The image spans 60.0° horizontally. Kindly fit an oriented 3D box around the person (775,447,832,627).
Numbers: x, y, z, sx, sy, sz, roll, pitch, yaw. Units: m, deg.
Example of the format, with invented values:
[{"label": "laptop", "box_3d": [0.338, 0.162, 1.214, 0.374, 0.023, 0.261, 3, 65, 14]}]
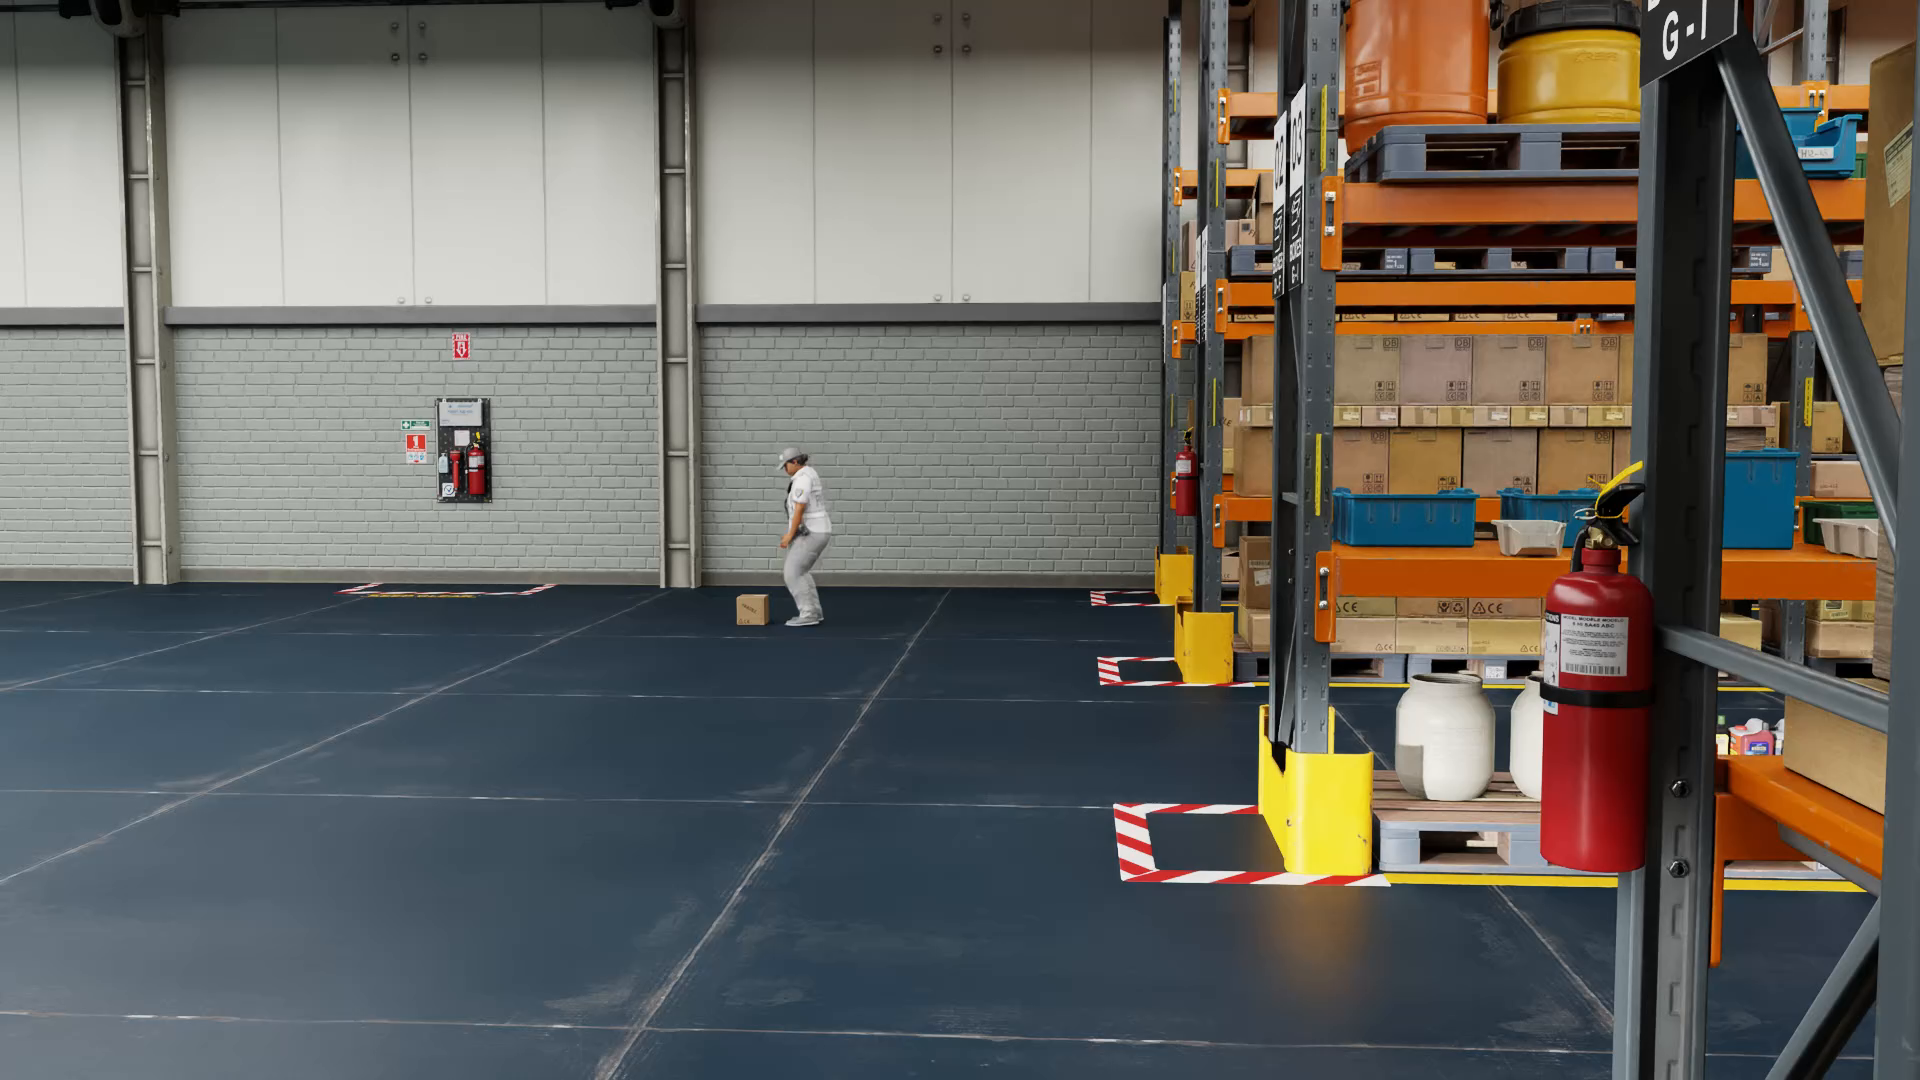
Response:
[{"label": "person", "box_3d": [-1.414, -0.031, 15.001, 0.496, 1.610, 0.500, 0, 4, 5]}]
